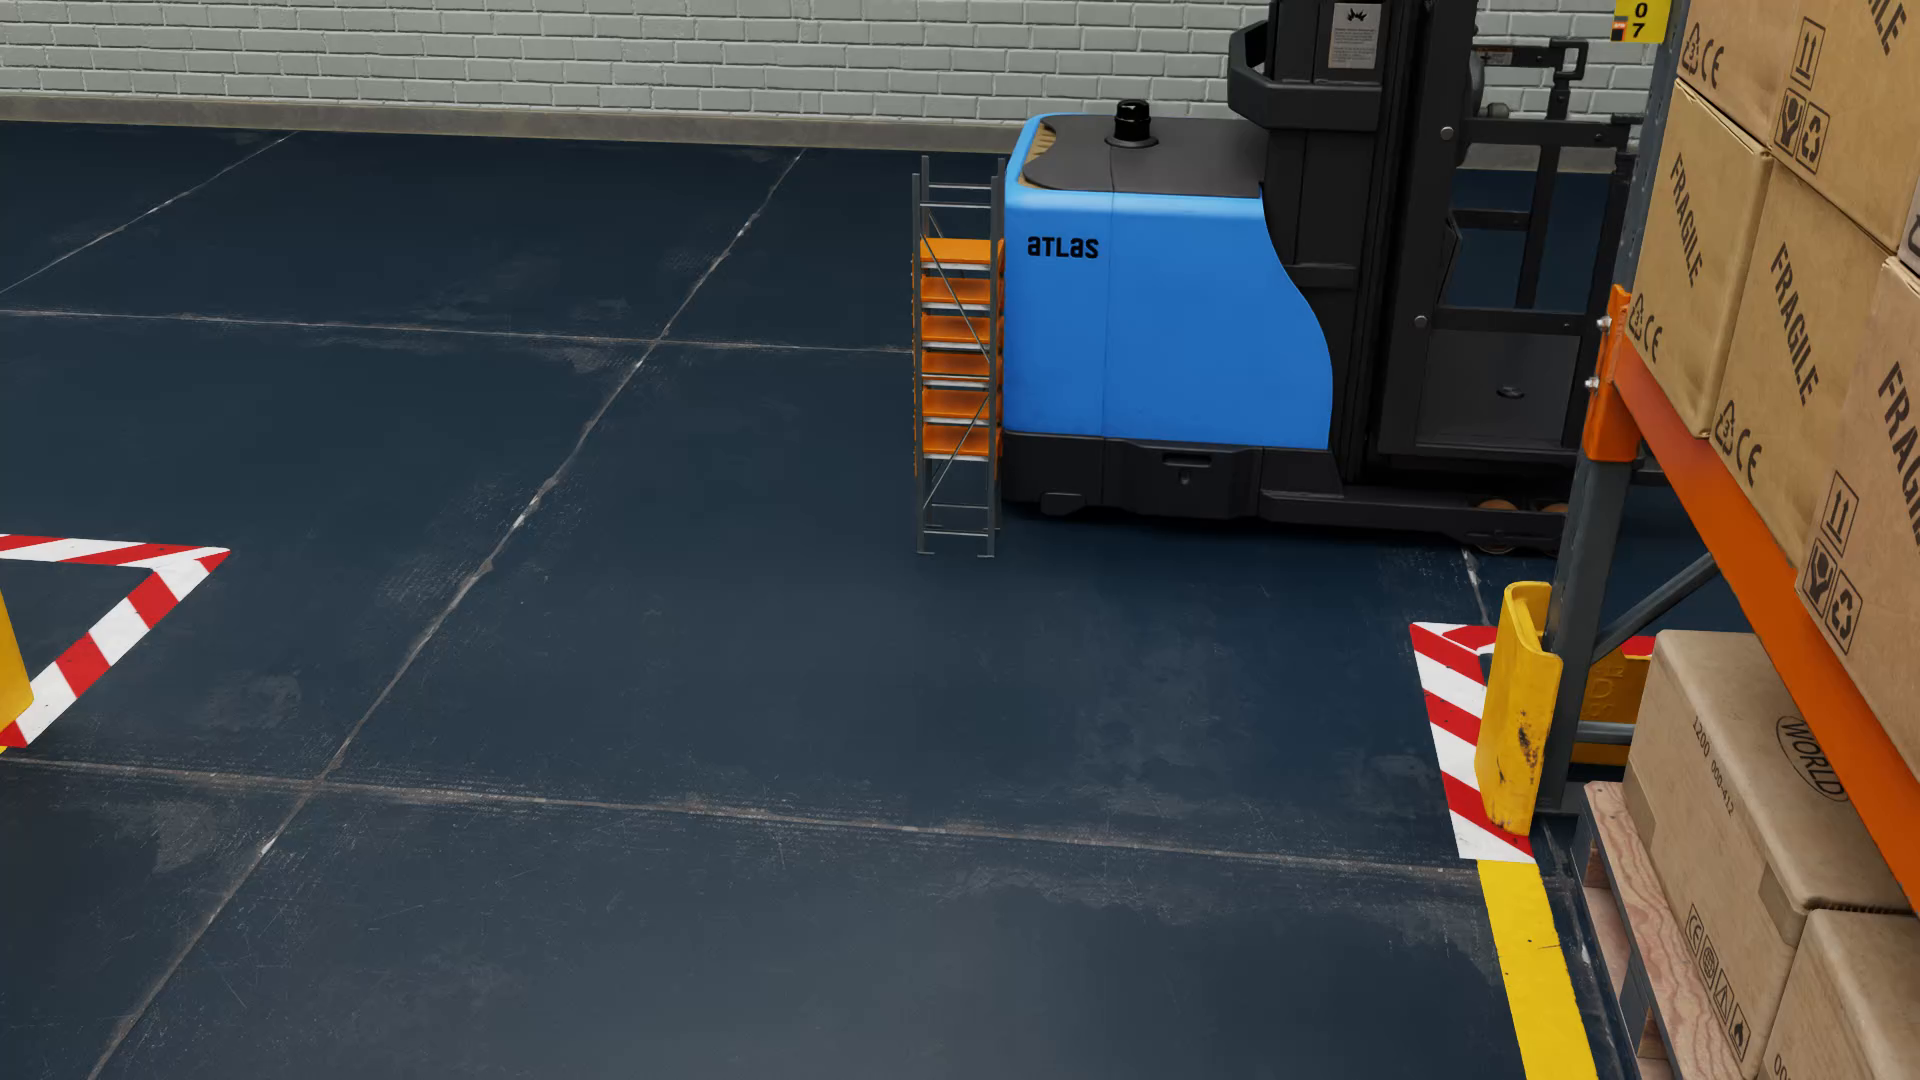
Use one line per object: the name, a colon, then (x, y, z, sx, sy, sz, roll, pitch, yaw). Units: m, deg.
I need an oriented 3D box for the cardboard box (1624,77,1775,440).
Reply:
cardboard box: (1.519, -0.493, 2.898, 0.500, 0.500, 0.500, 3, 28, 6)

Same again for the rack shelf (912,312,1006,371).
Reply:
rack shelf: (-0.002, -0.588, 4.917, 0.258, 0.103, 0.180, 3, 28, 6)

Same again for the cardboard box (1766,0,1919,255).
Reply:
cardboard box: (1.465, -0.690, 2.208, 0.500, 0.500, 0.500, 3, 28, 5)

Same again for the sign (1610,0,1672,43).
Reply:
sign: (1.313, -1.110, 3.151, 0.100, 0.325, 0.005, 3, 28, 6)

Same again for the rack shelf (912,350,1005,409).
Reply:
rack shelf: (-0.002, -0.482, 4.974, 0.258, 0.103, 0.180, 3, 28, 6)

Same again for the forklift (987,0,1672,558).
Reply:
forklift: (1.648, -1.503, 4.950, 3.031, 2.935, 1.130, 4, 29, 7)

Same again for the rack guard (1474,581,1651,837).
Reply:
rack guard: (1.866, 0.431, 3.923, 1.175, 0.500, 0.348, 3, 28, 6)

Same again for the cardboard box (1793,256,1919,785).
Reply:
cardboard box: (1.405, -0.015, 2.010, 0.500, 0.500, 0.500, 3, 28, 6)

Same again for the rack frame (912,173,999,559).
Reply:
rack frame: (-0.013, -0.478, 4.873, 0.240, 1.200, 0.006, 3, 28, 6)

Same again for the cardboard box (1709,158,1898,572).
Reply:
cardboard box: (1.485, -0.254, 2.453, 0.500, 0.500, 0.500, 3, 28, 5)

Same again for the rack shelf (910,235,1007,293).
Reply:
rack shelf: (-0.002, -0.799, 4.803, 0.258, 0.103, 0.180, 3, 28, 6)

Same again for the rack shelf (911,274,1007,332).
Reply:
rack shelf: (-0.002, -0.694, 4.860, 0.258, 0.103, 0.180, 3, 28, 6)

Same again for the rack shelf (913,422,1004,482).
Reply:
rack shelf: (-0.002, -0.271, 5.088, 0.258, 0.103, 0.180, 3, 28, 6)

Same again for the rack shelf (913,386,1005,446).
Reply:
rack shelf: (-0.002, -0.377, 5.031, 0.258, 0.103, 0.180, 3, 28, 6)

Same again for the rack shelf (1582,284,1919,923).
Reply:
rack shelf: (1.618, 0.600, 1.733, 1.077, 0.370, 4.000, 3, 28, 6)

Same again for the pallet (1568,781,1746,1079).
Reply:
pallet: (1.842, 0.950, 3.264, 1.003, 0.211, 1.213, 3, 28, 6)

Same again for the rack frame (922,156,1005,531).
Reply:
rack frame: (0.009, -0.564, 5.033, 0.240, 1.200, 0.006, 3, 28, 6)

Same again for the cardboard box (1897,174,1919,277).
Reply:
cardboard box: (1.410, -0.447, 1.757, 0.500, 0.500, 0.500, 3, 28, 6)

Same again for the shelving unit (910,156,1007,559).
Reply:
shelving unit: (-0.002, -0.521, 4.953, 0.258, 1.200, 0.189, 3, 28, 6)

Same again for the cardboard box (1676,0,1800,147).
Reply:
cardboard box: (1.521, -0.933, 2.660, 0.500, 0.500, 0.500, 3, 28, 5)

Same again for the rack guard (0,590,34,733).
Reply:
rack guard: (-3.072, 0.238, 4.282, 1.175, 0.500, 0.348, 3, 28, 6)

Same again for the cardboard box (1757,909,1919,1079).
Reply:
cardboard box: (1.777, 1.032, 2.430, 0.875, 0.438, 0.875, 4, 29, 8)

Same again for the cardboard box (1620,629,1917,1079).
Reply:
cardboard box: (1.881, 0.601, 3.230, 0.875, 0.438, 0.875, 2, 28, 4)

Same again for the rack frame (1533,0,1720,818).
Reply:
rack frame: (1.863, -0.658, 3.310, 1.000, 3.000, 0.127, 3, 28, 6)
